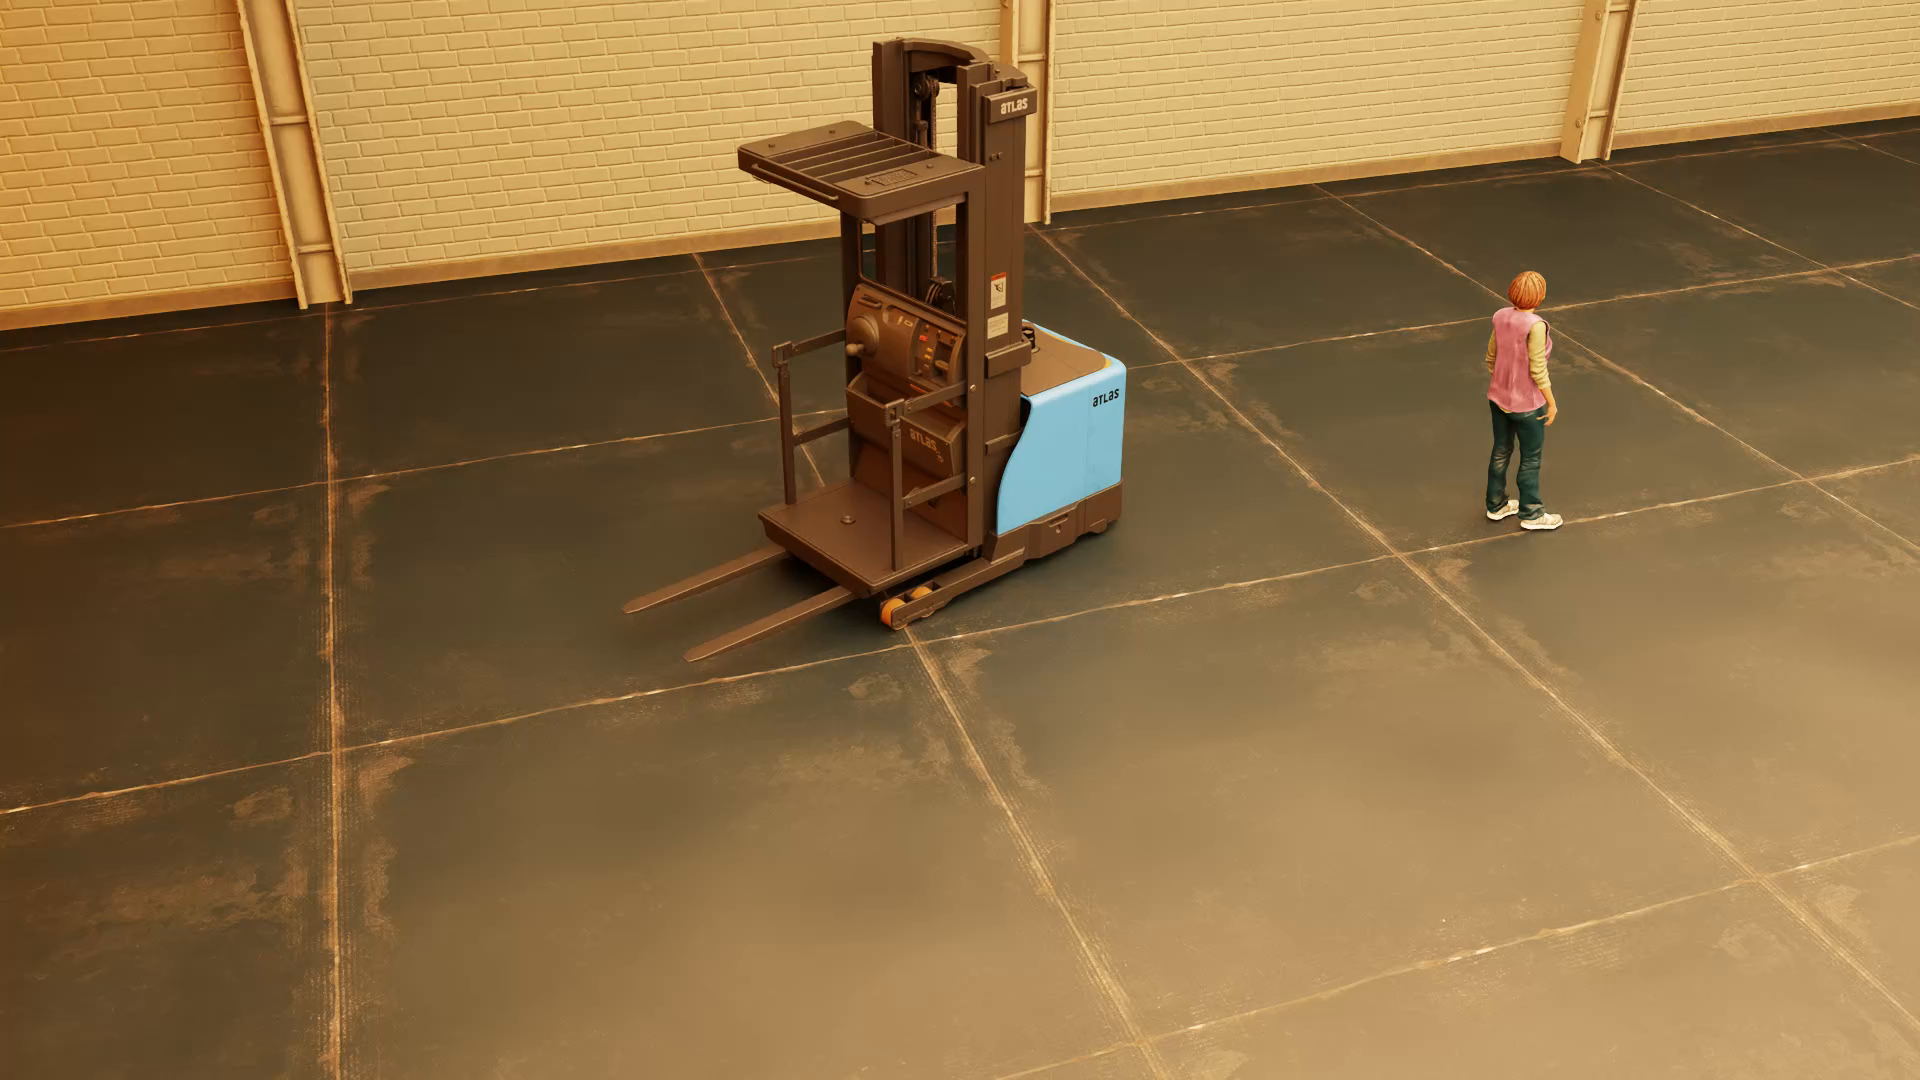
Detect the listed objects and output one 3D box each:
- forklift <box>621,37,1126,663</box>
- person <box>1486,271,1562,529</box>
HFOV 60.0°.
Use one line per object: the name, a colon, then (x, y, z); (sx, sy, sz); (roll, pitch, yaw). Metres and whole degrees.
forklift: (-0.461, -1.072, 8.951); (3.031, 2.935, 1.130); (-23, 37, -34)
person: (3.369, -0.839, 9.868); (0.475, 1.596, 0.520); (-14, 33, -22)
